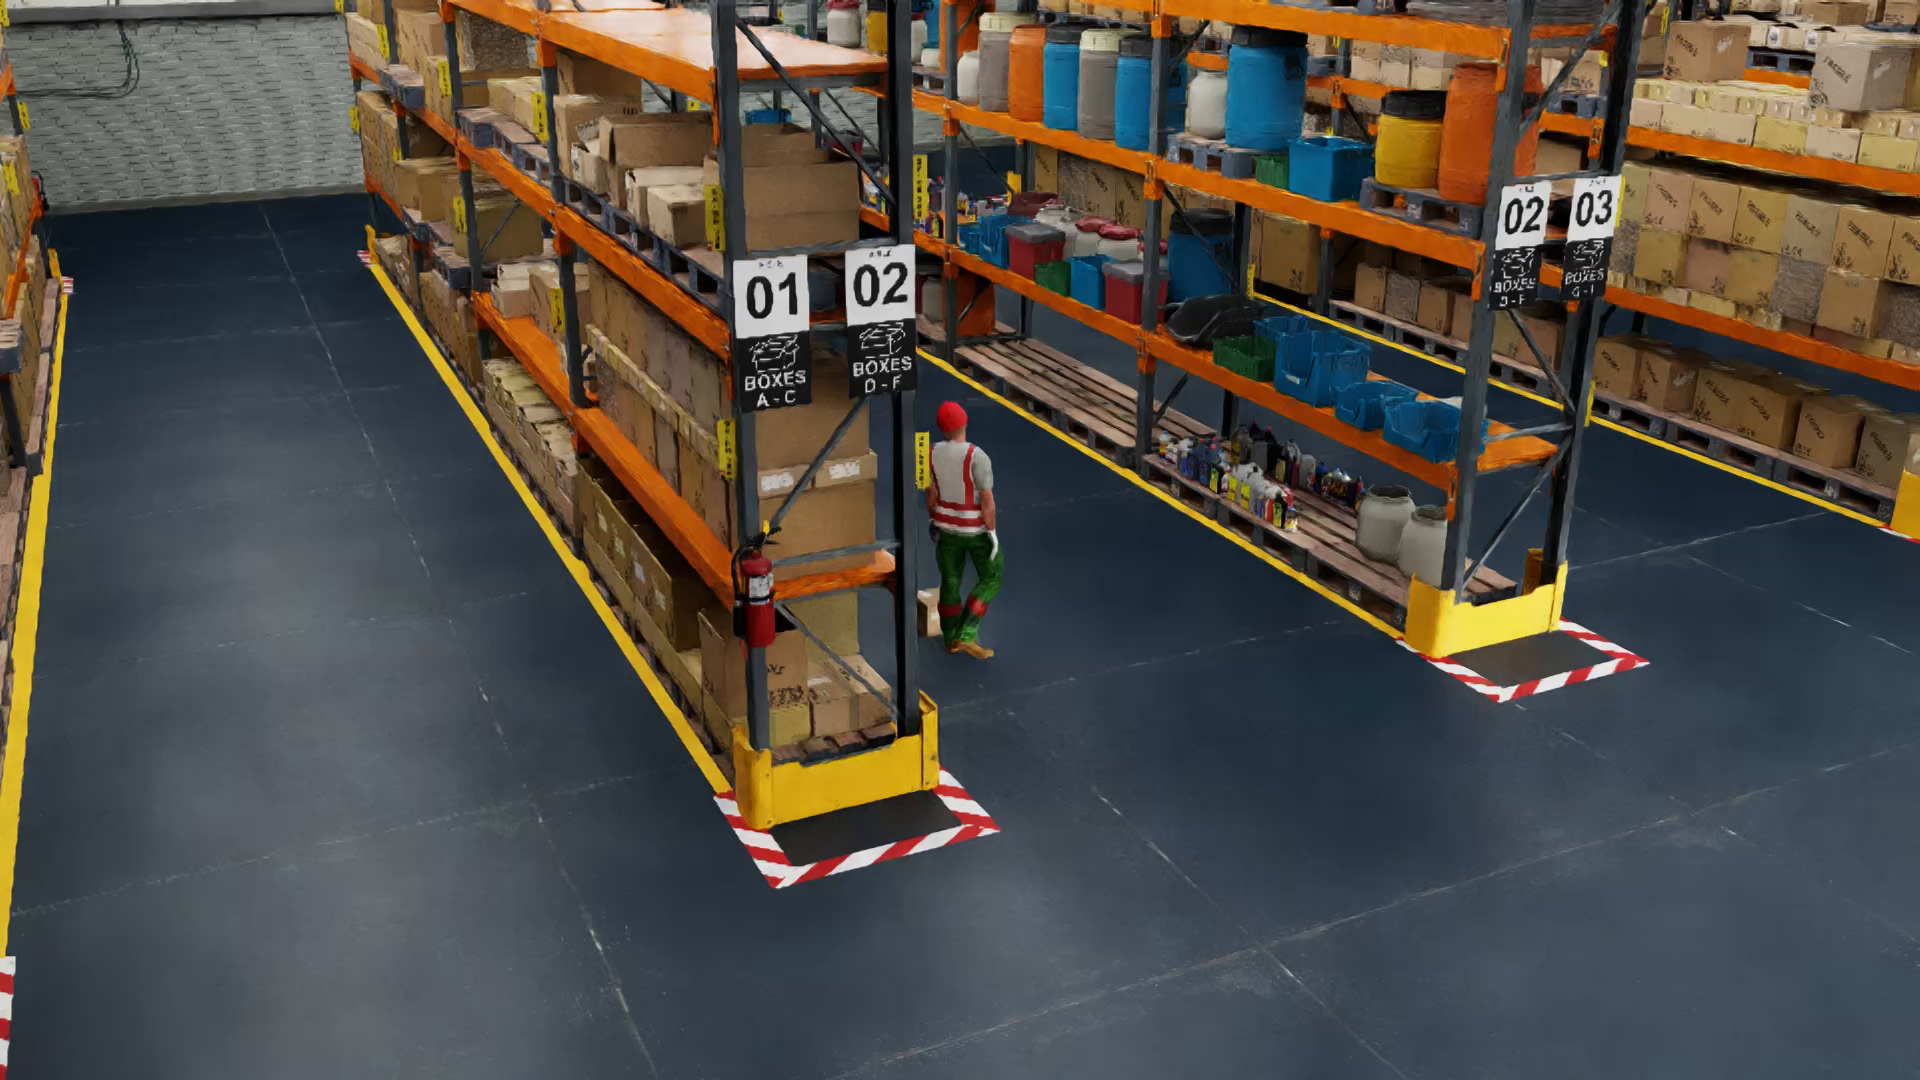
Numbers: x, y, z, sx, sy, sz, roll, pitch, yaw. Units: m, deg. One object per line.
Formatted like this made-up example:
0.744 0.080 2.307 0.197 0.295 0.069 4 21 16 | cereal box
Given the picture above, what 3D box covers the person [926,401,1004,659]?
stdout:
0.012 -0.068 11.147 0.598 1.784 0.456 13 25 29 | person
